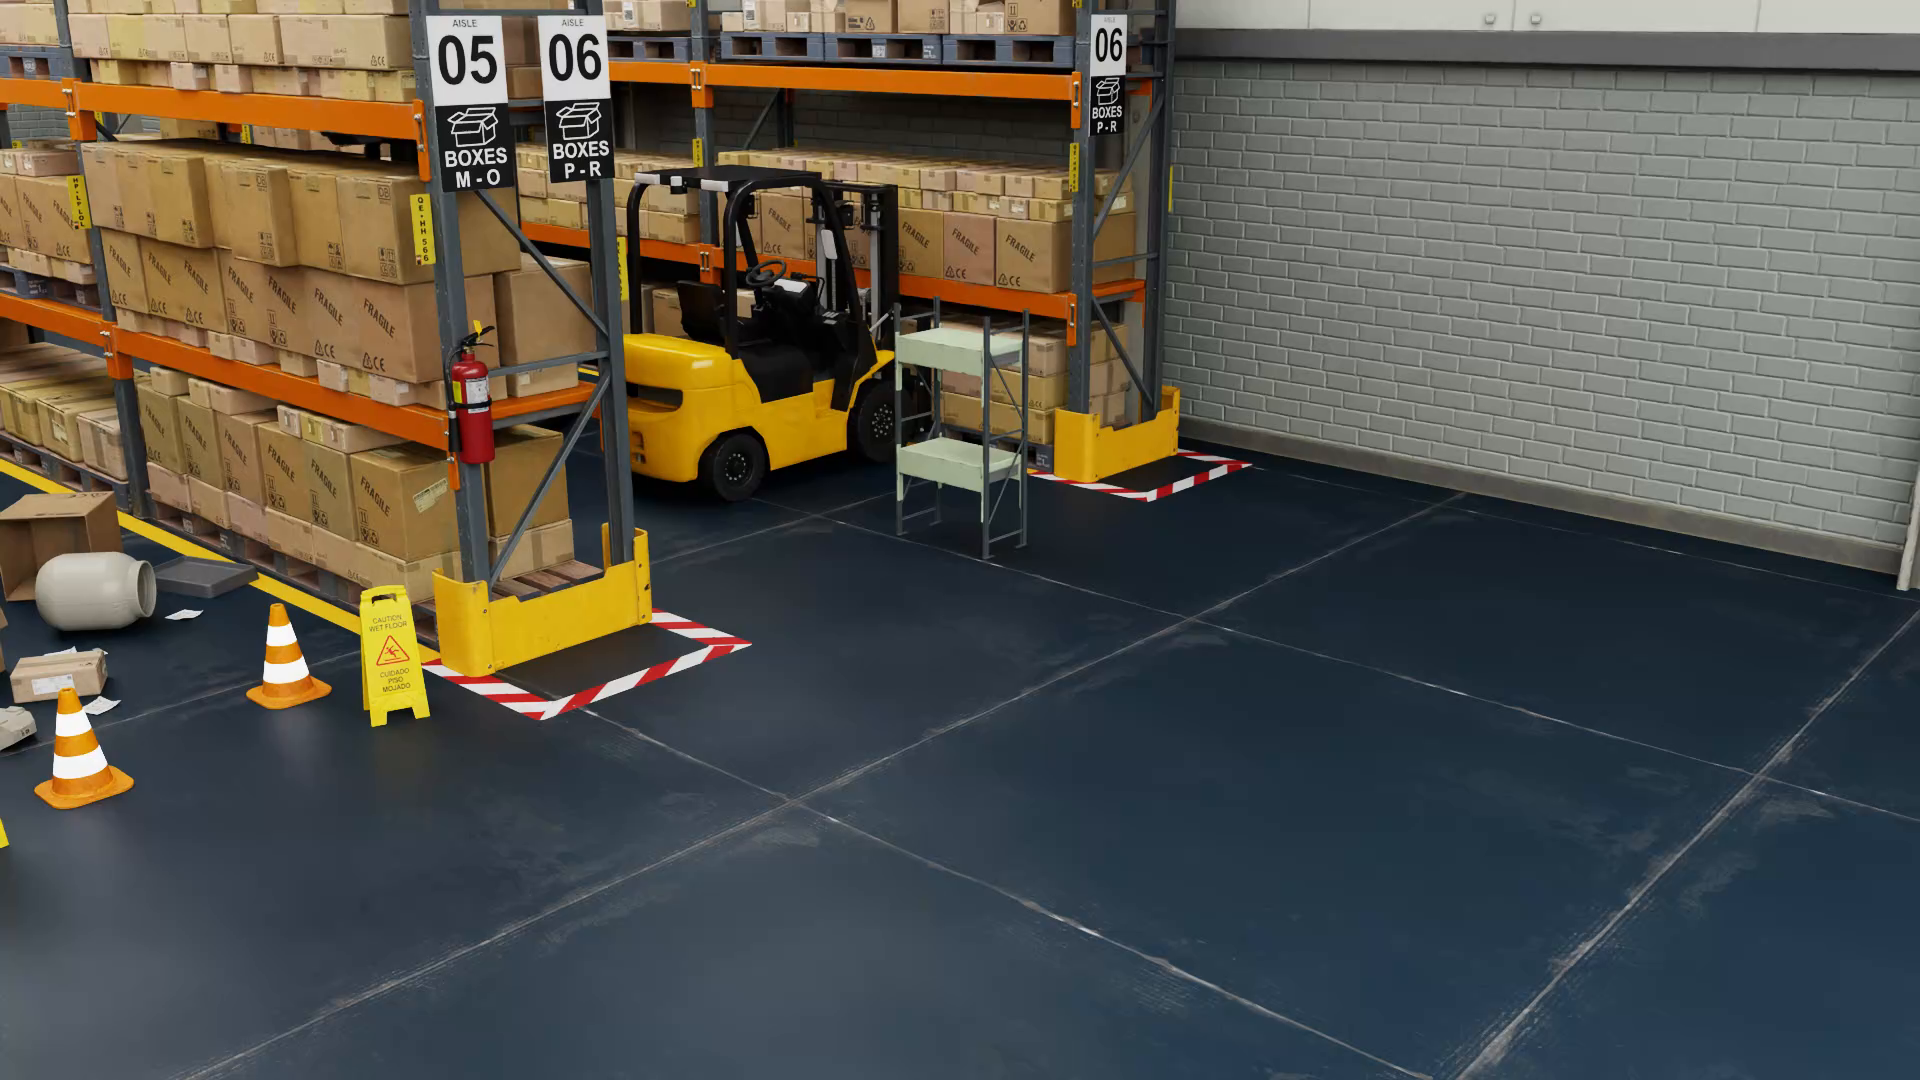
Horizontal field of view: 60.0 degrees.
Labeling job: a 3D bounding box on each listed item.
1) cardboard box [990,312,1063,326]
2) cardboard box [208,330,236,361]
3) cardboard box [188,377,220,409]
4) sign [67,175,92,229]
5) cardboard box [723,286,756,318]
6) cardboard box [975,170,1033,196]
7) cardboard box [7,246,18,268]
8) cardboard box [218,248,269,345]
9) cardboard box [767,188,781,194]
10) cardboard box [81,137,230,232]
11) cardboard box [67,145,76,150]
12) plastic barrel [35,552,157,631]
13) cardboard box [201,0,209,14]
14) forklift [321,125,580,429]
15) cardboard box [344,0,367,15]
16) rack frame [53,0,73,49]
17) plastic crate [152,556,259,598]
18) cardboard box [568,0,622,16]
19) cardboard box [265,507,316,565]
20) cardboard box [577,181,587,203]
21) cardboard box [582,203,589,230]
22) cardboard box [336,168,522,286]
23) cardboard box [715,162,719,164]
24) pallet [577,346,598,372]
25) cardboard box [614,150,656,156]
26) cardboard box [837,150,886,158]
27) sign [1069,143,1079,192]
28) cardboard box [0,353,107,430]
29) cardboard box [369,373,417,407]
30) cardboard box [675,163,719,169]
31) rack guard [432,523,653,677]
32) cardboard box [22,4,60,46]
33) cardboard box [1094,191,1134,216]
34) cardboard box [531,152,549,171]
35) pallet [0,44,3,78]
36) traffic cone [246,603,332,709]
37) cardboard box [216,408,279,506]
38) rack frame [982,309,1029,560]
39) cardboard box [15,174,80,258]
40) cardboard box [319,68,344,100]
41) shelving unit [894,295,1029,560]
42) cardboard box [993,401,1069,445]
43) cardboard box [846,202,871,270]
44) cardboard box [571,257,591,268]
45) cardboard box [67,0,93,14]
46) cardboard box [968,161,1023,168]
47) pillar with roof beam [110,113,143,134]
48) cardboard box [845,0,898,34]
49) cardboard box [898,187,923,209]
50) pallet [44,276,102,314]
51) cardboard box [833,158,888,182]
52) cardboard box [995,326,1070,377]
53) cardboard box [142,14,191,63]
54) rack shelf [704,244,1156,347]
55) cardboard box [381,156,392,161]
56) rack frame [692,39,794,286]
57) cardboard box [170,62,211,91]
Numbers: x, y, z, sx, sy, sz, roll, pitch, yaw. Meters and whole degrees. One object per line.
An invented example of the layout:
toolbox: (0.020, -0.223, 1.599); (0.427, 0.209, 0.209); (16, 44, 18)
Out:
cardboard box: (0.543, -1.606, 12.913); (0.500, 0.250, 0.500); (15, 23, 39)
cardboard box: (-4.157, -1.166, 9.743); (0.250, 0.149, 0.380); (15, 23, 40)
cardboard box: (-4.429, -0.916, 10.078); (0.250, 0.149, 0.380); (16, 24, 41)
sign: (-5.496, -2.106, 10.376); (0.005, 0.325, 0.100); (15, 23, 39)
cardboard box: (-1.685, -2.002, 14.161); (0.500, 0.250, 0.500); (15, 23, 38)
cardboard box: (0.327, -2.613, 12.157); (0.250, 0.149, 0.380); (16, 23, 40)
cardboard box: (-6.452, -2.010, 11.708); (0.250, 0.149, 0.380); (15, 23, 39)
cardboard box: (-3.838, -1.422, 9.478); (0.500, 0.500, 0.500); (15, 23, 40)
cardboard box: (-1.367, -2.940, 13.679); (0.250, 0.149, 0.380); (15, 23, 39)
cardboard box: (-4.945, -2.209, 10.304); (0.500, 0.500, 0.700); (15, 23, 39)
cardboard box: (-6.128, -2.749, 11.890); (0.250, 0.149, 0.380); (17, 24, 42)
plastic barrel: (-4.689, 0.278, 9.035); (0.512, 0.421, 0.421); (-3, 18, -8)
cardboard box: (-3.894, -2.940, 9.056); (0.250, 0.149, 0.380); (16, 23, 40)
forklift: (-3.884, -2.065, 12.274); (1.130, 2.935, 3.031); (2, 18, 7)
cardboard box: (-2.755, -2.629, 8.076); (0.250, 0.149, 0.380); (16, 23, 40)
rack frame: (-5.131, -4.540, 10.041); (0.127, 3.000, 1.000); (15, 23, 39)
plastic crate: (-4.501, 0.212, 9.812); (0.583, 0.080, 0.402); (7, 19, 21)
cardboard box: (-3.116, -4.684, 14.740); (0.500, 0.311, 0.500); (14, 22, 37)
cardboard box: (-3.699, -0.078, 9.750); (0.500, 0.250, 0.500); (14, 22, 37)
cardboard box: (-3.144, -3.218, 15.213); (0.500, 0.250, 0.500); (16, 23, 40)
cardboard box: (-3.120, -2.981, 15.295); (0.500, 0.250, 0.500); (15, 23, 40)
cardboard box: (-2.666, -1.597, 8.374); (0.500, 0.500, 0.700); (14, 23, 38)
cardboard box: (-1.959, -3.280, 14.752); (0.250, 0.149, 0.380); (14, 23, 38)
pallet: (-3.332, -1.859, 16.121); (1.213, 0.211, 1.003); (15, 23, 39)
cardboard box: (-3.069, -3.597, 15.749); (0.250, 0.149, 0.380); (15, 23, 40)
cardboard box: (-0.804, -3.161, 13.885); (0.250, 0.149, 0.380); (14, 23, 38)
sign: (0.783, -2.546, 11.370); (0.005, 0.325, 0.100); (15, 23, 39)
cardboard box: (-7.149, -1.169, 12.988); (0.625, 0.372, 0.950); (14, 23, 38)
cardboard box: (-2.824, -0.810, 8.621); (0.250, 0.149, 0.380); (15, 23, 39)
cardboard box: (-2.242, -3.180, 14.434); (0.250, 0.149, 0.380); (16, 24, 41)
rack guard: (-2.196, 0.299, 8.844); (0.348, 0.500, 1.175); (15, 23, 39)
cardboard box: (-5.664, -3.324, 10.720); (0.500, 0.250, 0.500); (14, 23, 38)
cardboard box: (1.072, -2.485, 12.245); (0.250, 0.149, 0.380); (14, 23, 38)
cardboard box: (-3.815, -3.577, 15.686); (0.250, 0.149, 0.380); (16, 23, 40)
pallet: (-6.299, -3.376, 11.644); (1.003, 0.211, 1.213); (15, 23, 39)
traffic cone: (-3.317, 0.537, 8.154); (0.334, 0.463, 0.336); (15, 23, 39)
cardboard box: (-4.074, -0.539, 9.962); (0.500, 0.500, 0.500); (17, 24, 42)
rack frame: (0.279, -0.640, 10.149); (0.023, 1.500, 0.400); (15, 23, 39)
cardboard box: (-6.000, -2.210, 11.266); (0.500, 0.500, 0.500); (15, 23, 40)
cardboard box: (-2.975, -2.299, 8.355); (0.250, 0.149, 0.380); (16, 24, 41)
shelving unit: (0.005, -0.714, 10.381); (0.755, 1.500, 0.431); (15, 23, 39)
cardboard box: (0.592, -0.914, 12.383); (0.500, 0.250, 0.500); (15, 23, 40)
cardboard box: (-0.538, -2.396, 13.037); (0.500, 0.500, 0.500); (15, 23, 40)
cardboard box: (-3.879, -2.418, 16.504); (0.625, 0.625, 0.875); (16, 24, 41)
cardboard box: (-5.112, -3.234, 9.980); (0.250, 0.149, 0.380); (15, 23, 38)
cardboard box: (0.275, -2.826, 12.828); (0.250, 0.149, 0.380); (16, 24, 41)
pillar with roof beam: (-15.090, -7.845, 20.453); (0.400, 9.000, 9.100); (15, 23, 39)
cardboard box: (-0.452, -4.116, 12.634); (0.637, 0.503, 0.797); (16, 24, 41)
cardboard box: (-0.268, -2.616, 12.659); (0.250, 0.149, 0.380); (15, 23, 40)
pallet: (-5.606, -1.776, 11.565); (1.213, 0.211, 1.003); (15, 23, 39)
cardboard box: (-0.781, -2.931, 13.160); (0.250, 0.149, 0.380); (15, 23, 39)
cardboard box: (0.602, -1.389, 12.229); (0.500, 0.250, 0.500); (16, 24, 41)
cardboard box: (-4.225, -2.825, 9.353); (0.500, 0.250, 0.500); (15, 23, 40)
rack shelf: (-0.343, -2.060, 13.333); (4.000, 0.370, 1.077); (15, 23, 39)
cardboard box: (-5.834, -3.875, 17.416); (0.500, 0.250, 0.500); (14, 22, 37)
rack frame: (-1.839, -2.804, 14.490); (0.127, 3.000, 1.000); (15, 23, 39)
cardboard box: (-4.154, -2.594, 9.283); (0.250, 0.149, 0.380); (14, 23, 38)
